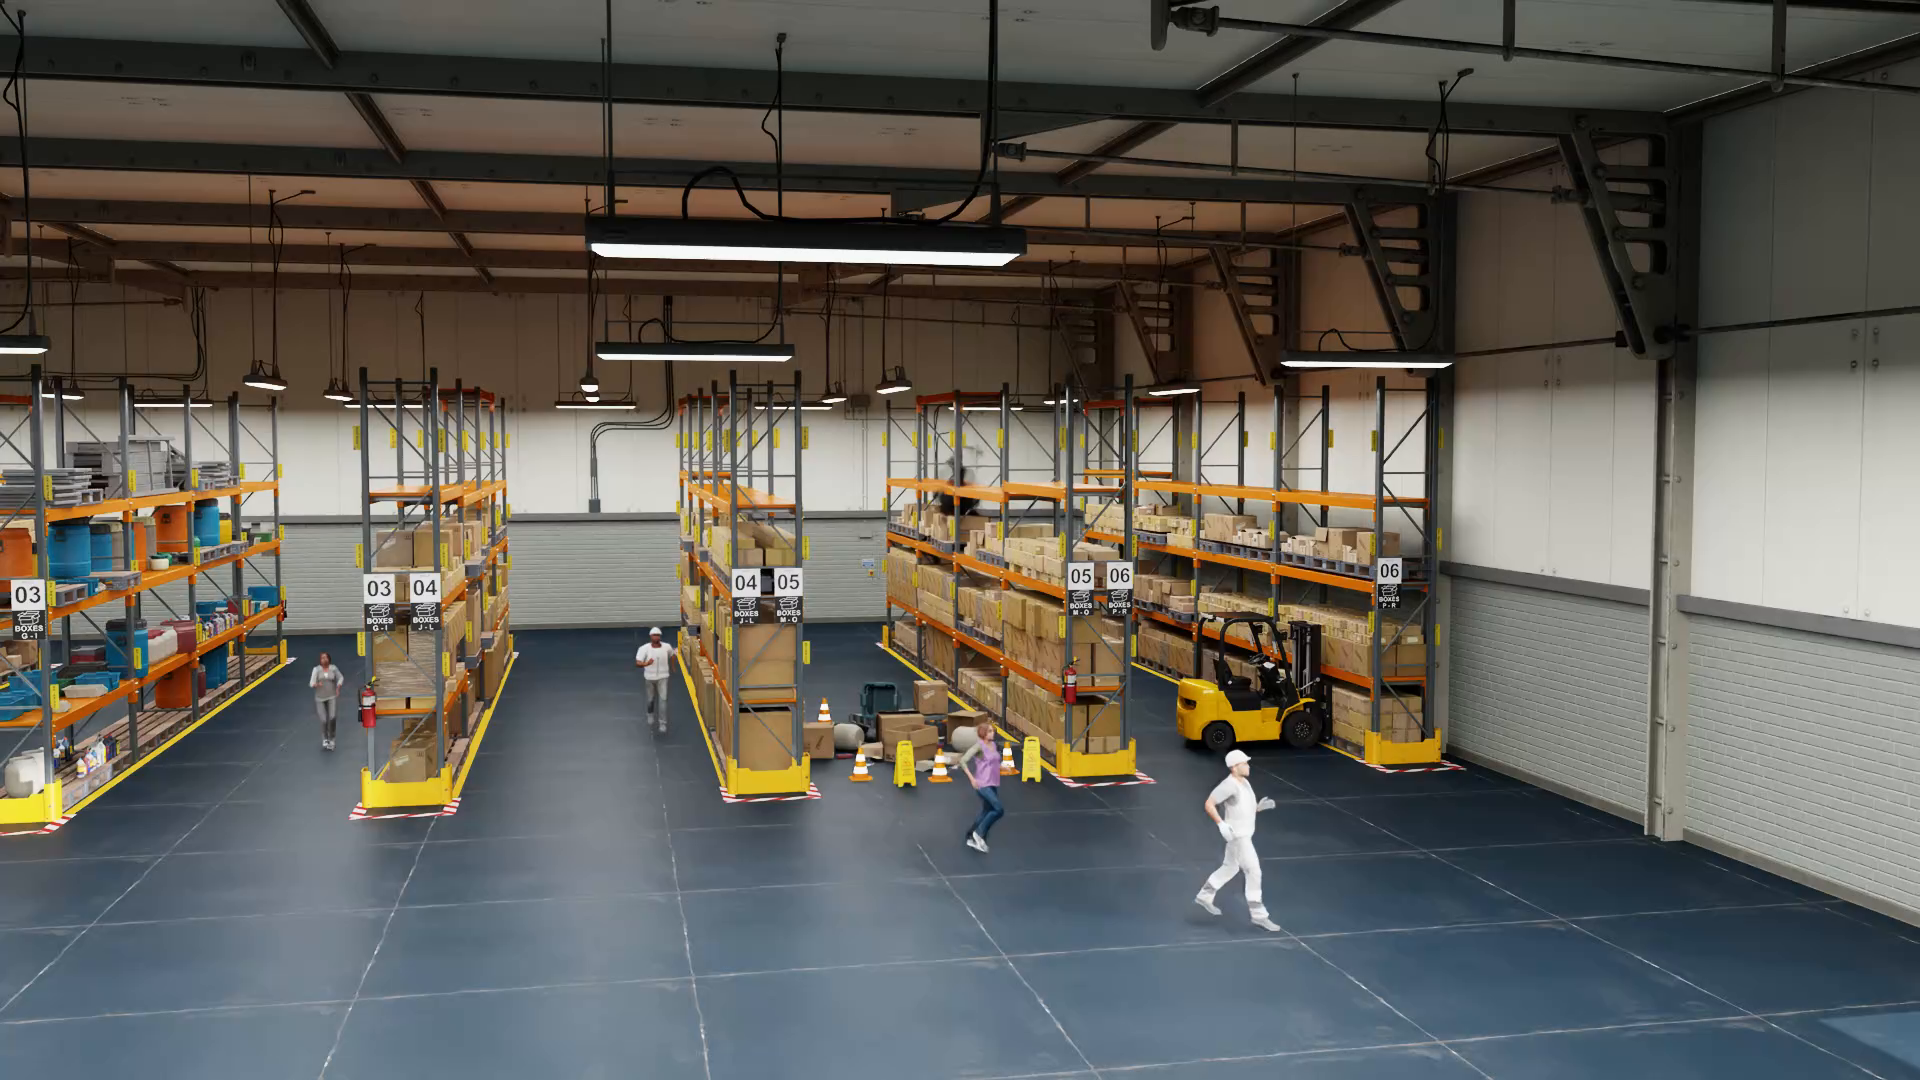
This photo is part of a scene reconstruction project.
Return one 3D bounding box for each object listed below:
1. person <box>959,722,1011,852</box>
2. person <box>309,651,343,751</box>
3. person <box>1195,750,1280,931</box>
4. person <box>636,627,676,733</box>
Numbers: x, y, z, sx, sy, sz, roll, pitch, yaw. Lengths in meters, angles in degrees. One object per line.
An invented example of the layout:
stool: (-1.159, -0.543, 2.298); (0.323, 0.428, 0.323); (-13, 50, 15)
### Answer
person: (0.336, 3.002, 20.182); (0.639, 1.553, 0.516); (2, 4, 30)
person: (-10.241, 2.603, 26.898); (0.517, 1.608, 0.639); (-1, 4, -21)
person: (2.859, 3.063, 17.114); (0.925, 1.810, 0.655); (1, 4, 21)
person: (-5.238, 2.383, 28.693); (0.697, 1.760, 0.977); (-1, 4, -15)
